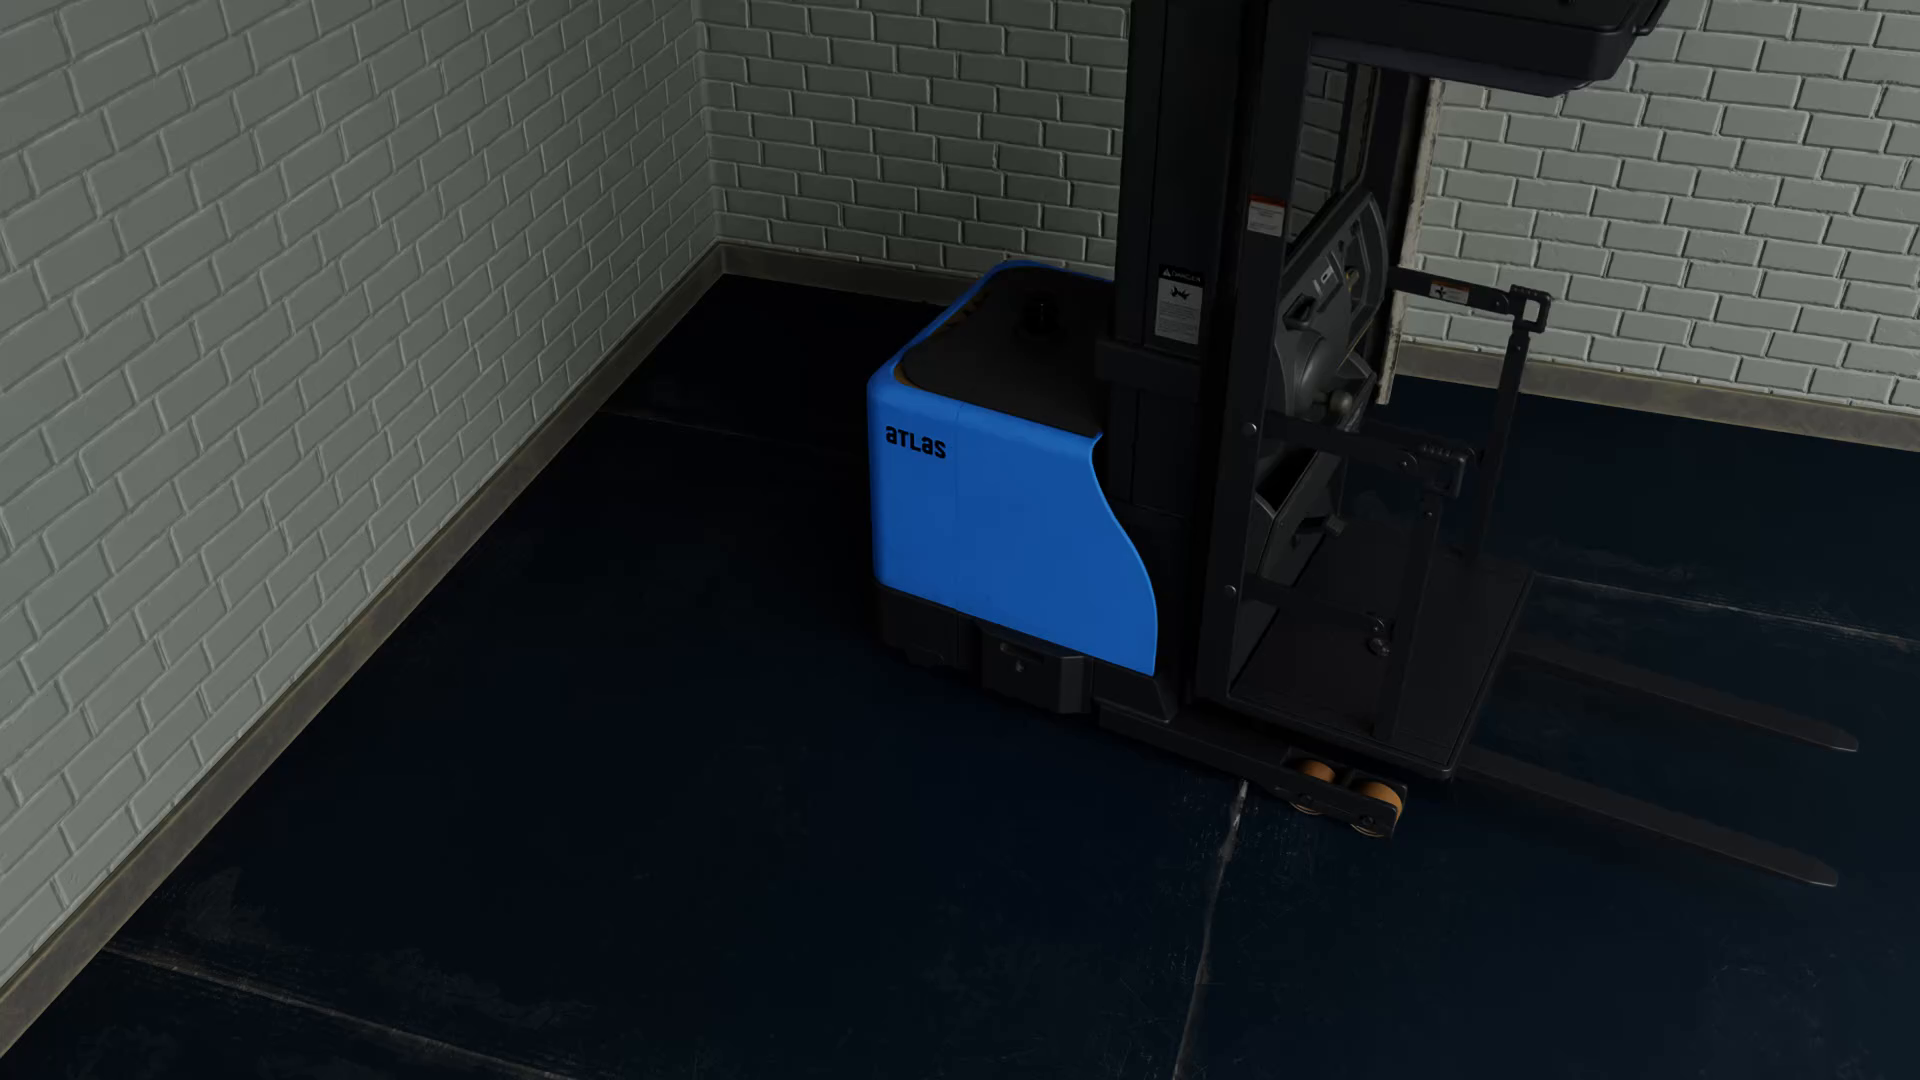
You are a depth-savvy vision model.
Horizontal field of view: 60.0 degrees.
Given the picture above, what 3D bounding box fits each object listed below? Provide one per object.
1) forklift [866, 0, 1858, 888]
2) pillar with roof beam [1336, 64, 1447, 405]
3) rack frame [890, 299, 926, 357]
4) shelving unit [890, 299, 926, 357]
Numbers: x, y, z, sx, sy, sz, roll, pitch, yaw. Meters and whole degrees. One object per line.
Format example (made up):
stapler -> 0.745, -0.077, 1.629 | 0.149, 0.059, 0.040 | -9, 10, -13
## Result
forklift -> 1.237, -0.646, 4.655 | 3.031, 2.935, 1.130 | 18, 40, 22
pillar with roof beam -> 0.381, -1.881, 1.214 | 0.400, 9.000, 9.100 | 10, 38, 14
rack frame -> -0.181, -0.426, 6.070 | 0.006, 0.900, 0.240 | 18, 40, 22
shelving unit -> -0.091, -0.398, 6.031 | 0.210, 0.900, 0.258 | 18, 40, 22
